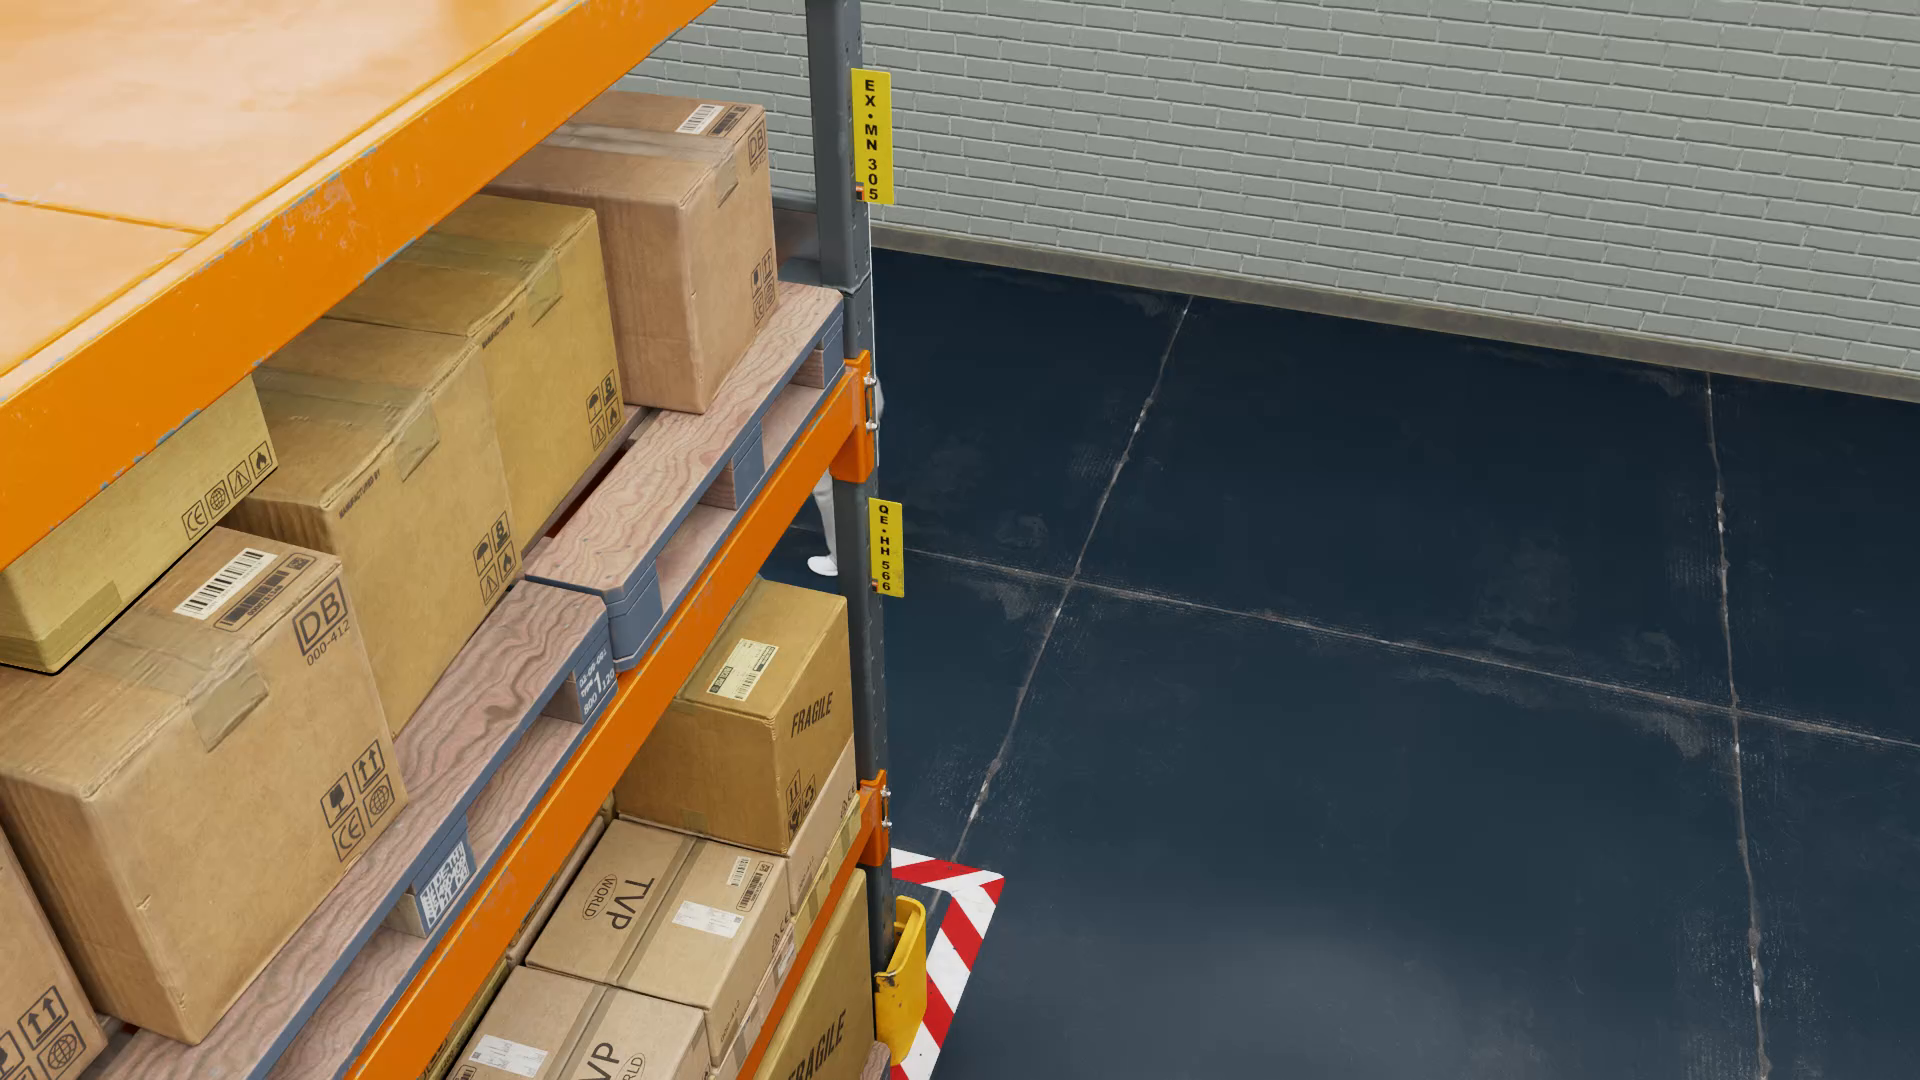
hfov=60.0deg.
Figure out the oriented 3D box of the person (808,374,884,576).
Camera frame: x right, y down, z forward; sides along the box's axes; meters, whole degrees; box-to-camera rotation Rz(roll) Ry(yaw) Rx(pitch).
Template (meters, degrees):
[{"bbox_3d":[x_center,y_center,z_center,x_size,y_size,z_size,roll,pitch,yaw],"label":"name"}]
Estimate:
[{"bbox_3d":[-0.621,-0.575,7.671,0.519,1.656,0.410,10,38,13],"label":"person"}]
